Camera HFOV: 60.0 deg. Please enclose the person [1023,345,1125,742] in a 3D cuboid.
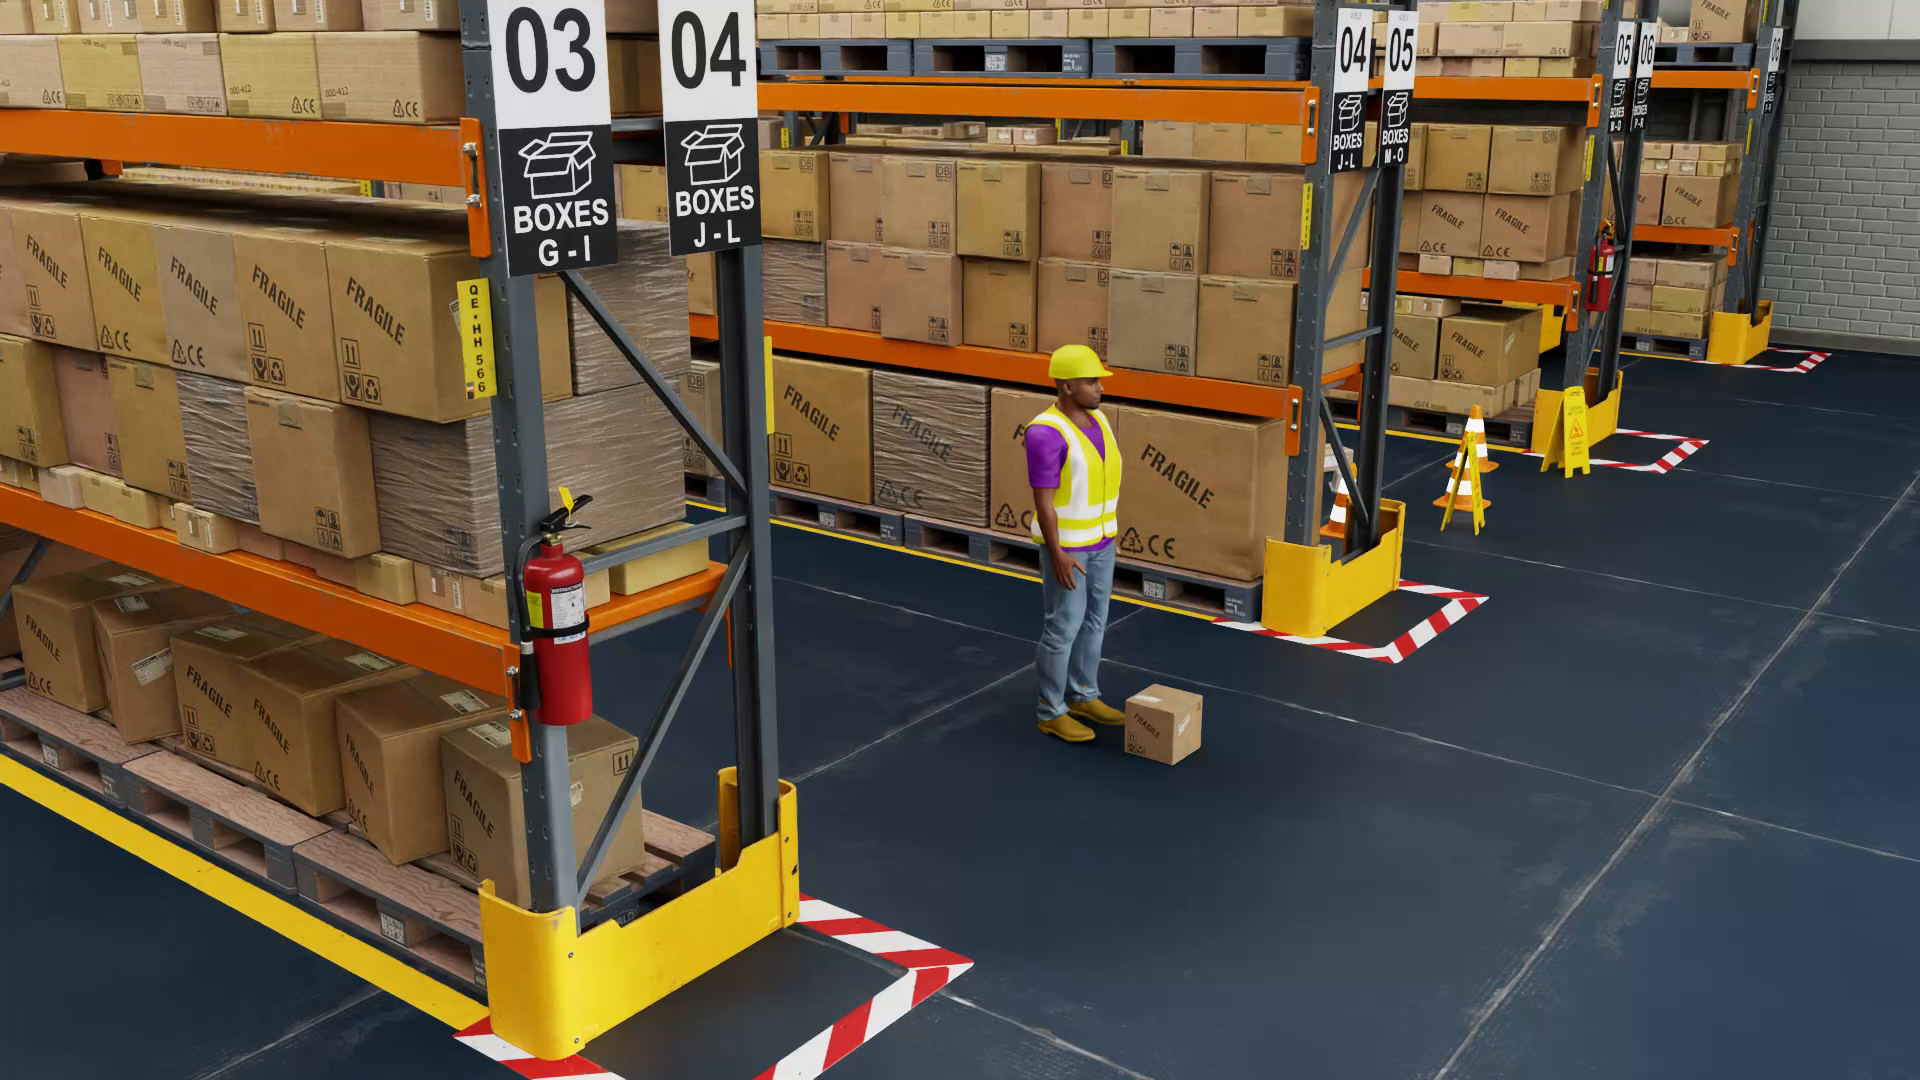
[{"bbox_3d":[0.536,0.011,7.464,0.392,1.773,0.568,12,21,36],"label":"person"}]
